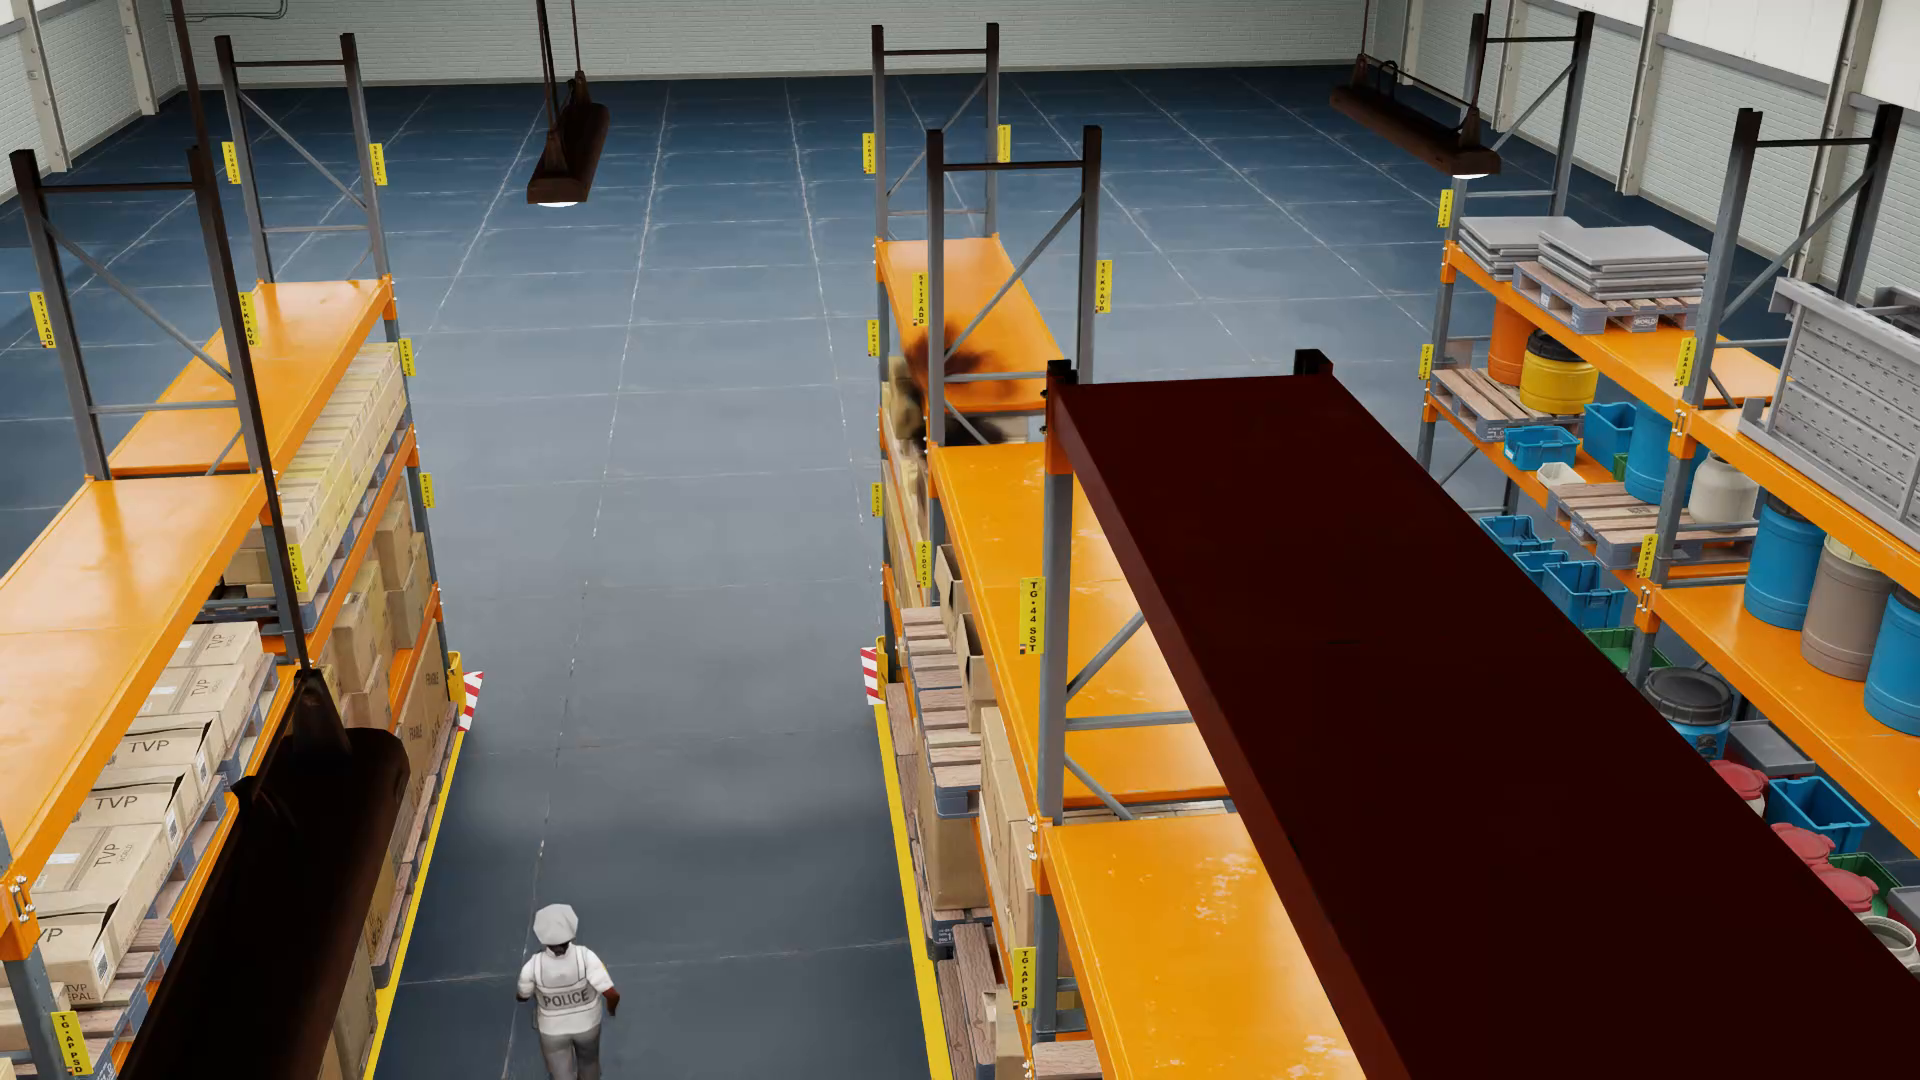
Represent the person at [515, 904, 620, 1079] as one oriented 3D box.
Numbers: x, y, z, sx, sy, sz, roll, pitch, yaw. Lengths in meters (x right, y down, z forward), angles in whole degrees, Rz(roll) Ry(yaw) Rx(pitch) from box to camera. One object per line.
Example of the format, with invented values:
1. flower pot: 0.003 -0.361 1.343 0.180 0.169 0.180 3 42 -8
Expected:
1. person: -2.303 2.872 9.829 0.569 1.728 0.858 -9 27 -18
